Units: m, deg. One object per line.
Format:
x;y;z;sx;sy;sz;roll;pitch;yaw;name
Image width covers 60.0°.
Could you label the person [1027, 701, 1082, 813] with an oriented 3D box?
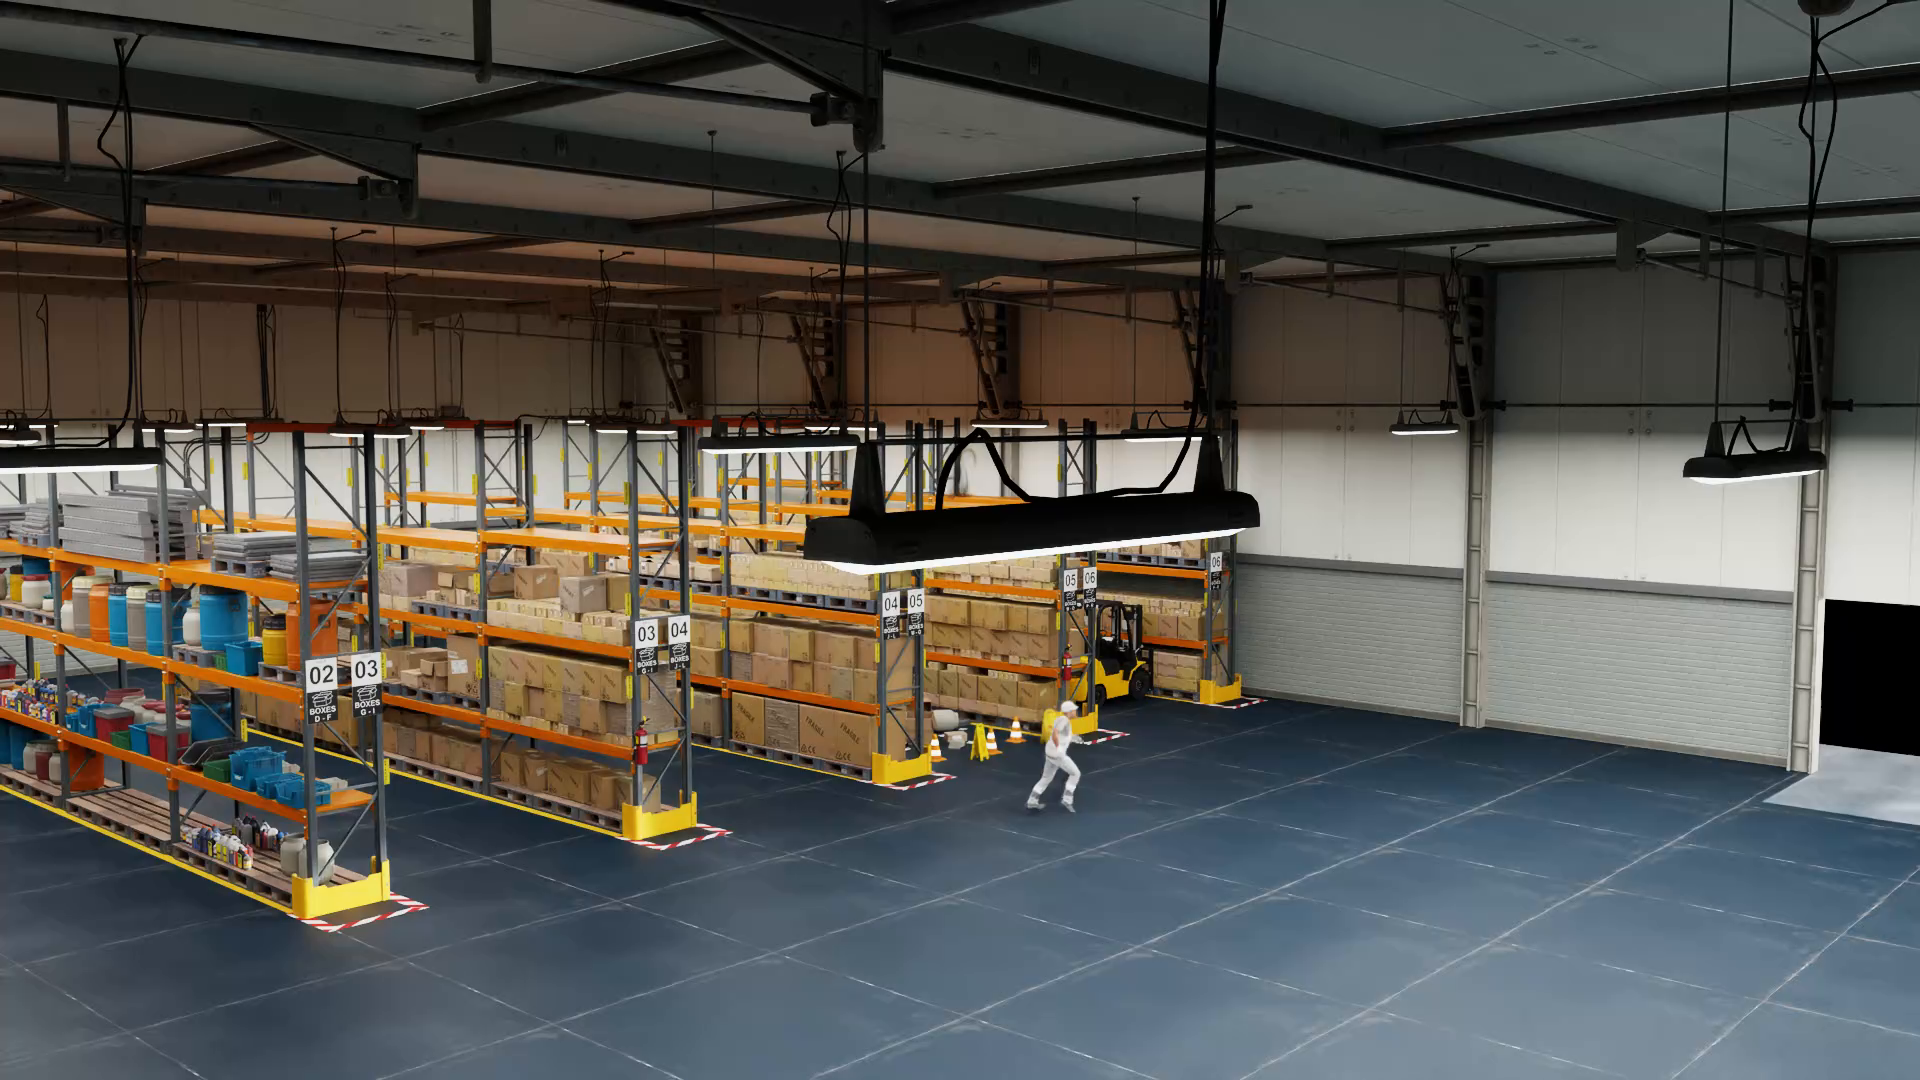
1.499;3.374;25.764;0.907;1.755;0.680;-1;5;-11;person
